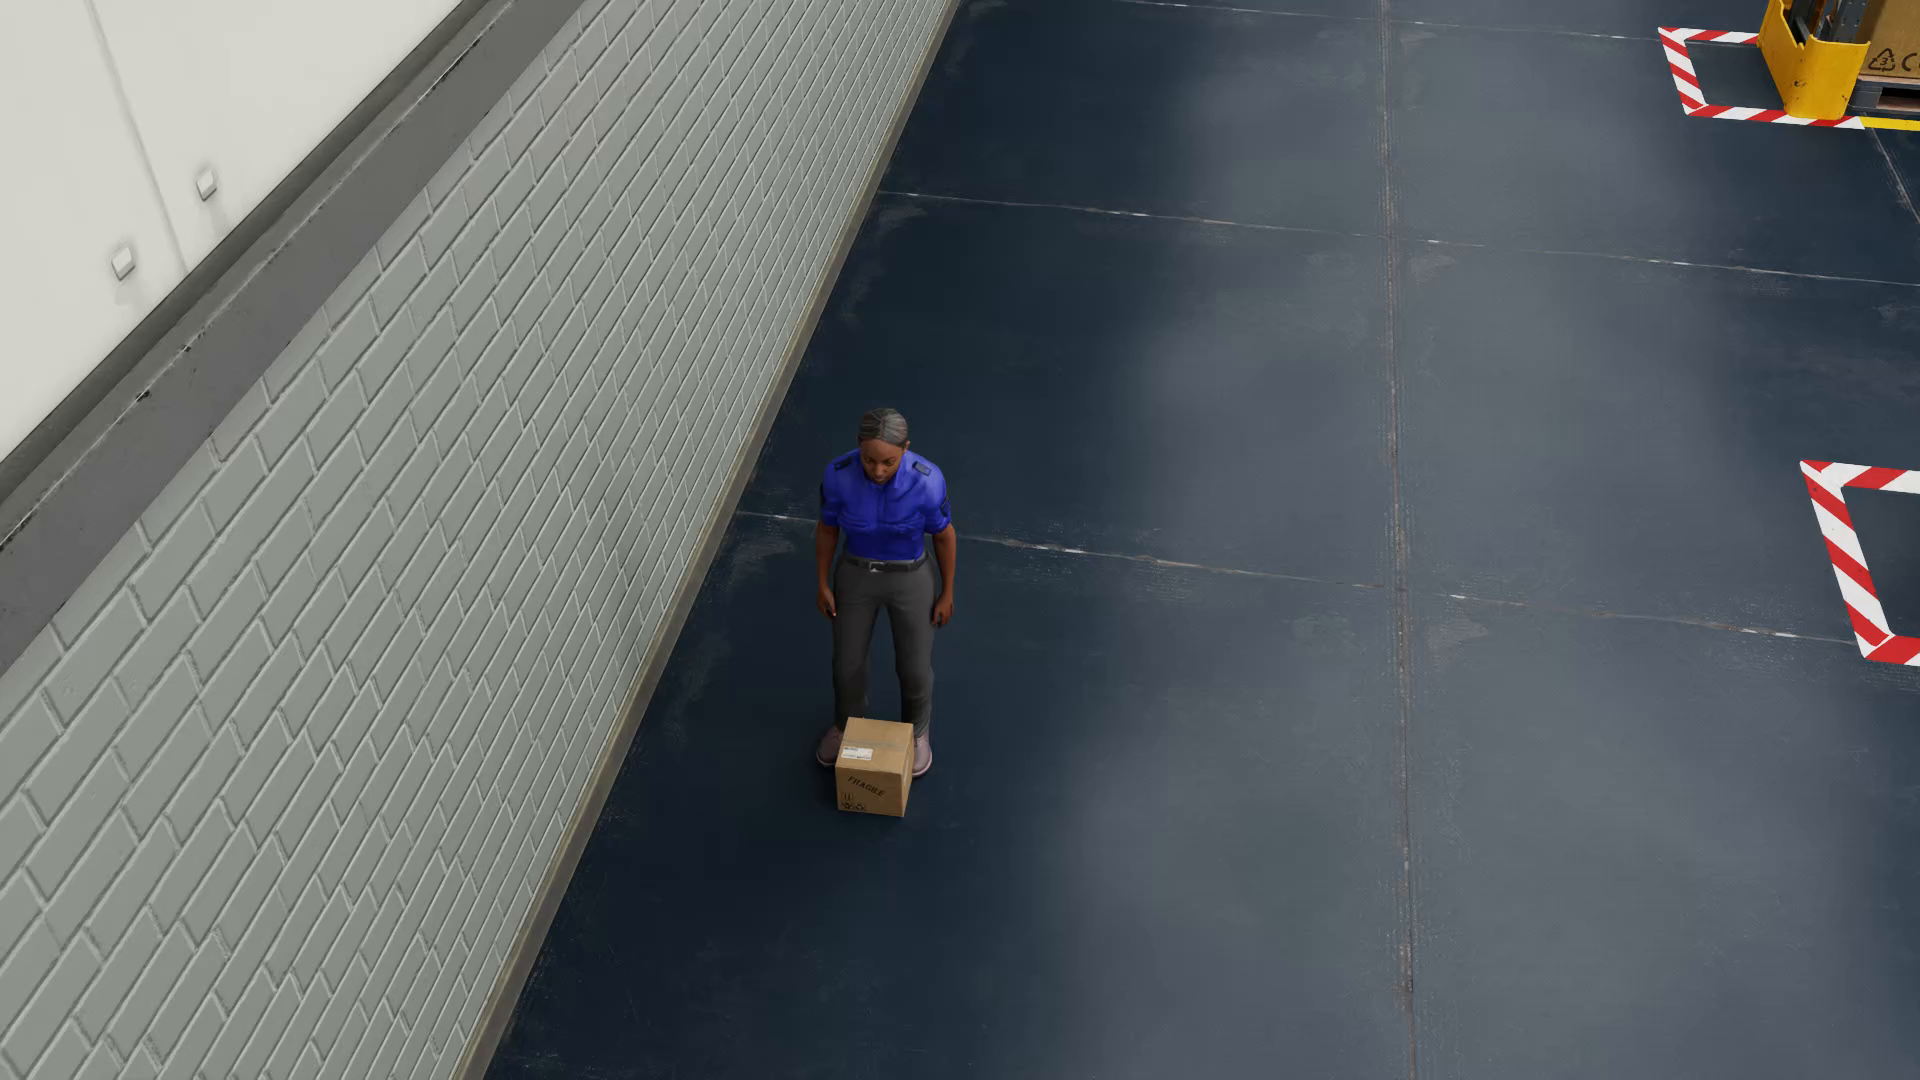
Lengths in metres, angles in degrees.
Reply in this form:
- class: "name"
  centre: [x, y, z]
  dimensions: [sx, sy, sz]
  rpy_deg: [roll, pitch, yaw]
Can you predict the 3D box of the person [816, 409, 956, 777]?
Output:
- class: "person"
  centre: [-0.281, 0.170, 5.964]
  dimensions: [0.532, 1.655, 0.348]
  rpy_deg: [4, 41, 5]
